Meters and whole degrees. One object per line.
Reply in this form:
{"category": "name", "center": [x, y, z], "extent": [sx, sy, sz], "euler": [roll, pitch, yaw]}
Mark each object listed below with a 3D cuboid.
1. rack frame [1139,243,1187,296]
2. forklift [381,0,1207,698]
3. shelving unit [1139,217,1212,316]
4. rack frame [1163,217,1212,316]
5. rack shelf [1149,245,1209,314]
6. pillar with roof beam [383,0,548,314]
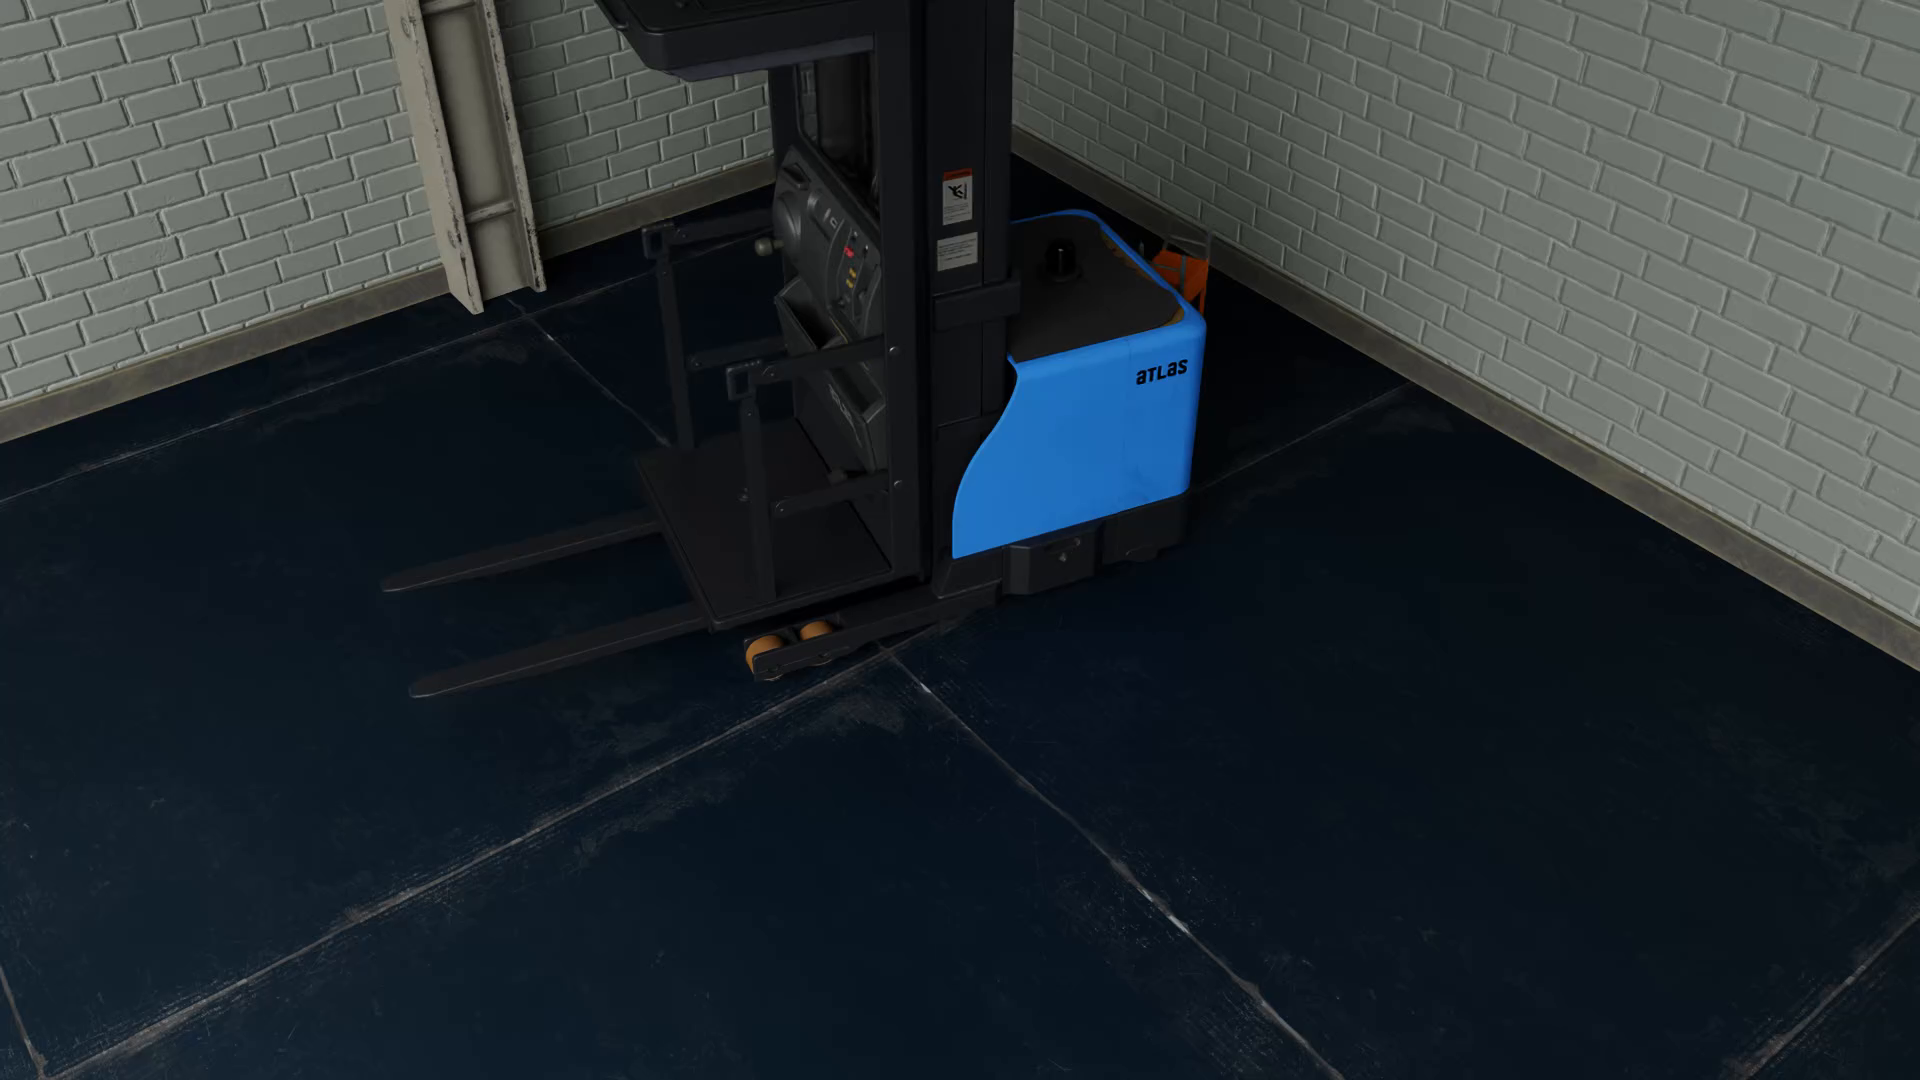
{"category": "rack frame", "center": [0.788, -0.722, 6.799], "extent": [0.200, 1.050, 0.008], "euler": [20, 43, 23]}
{"category": "forklift", "center": [-0.645, -1.000, 5.658], "extent": [3.031, 2.935, 1.130], "euler": [-16, 42, -18]}
{"category": "shelving unit", "center": [0.850, -0.788, 6.881], "extent": [0.215, 1.050, 0.252], "euler": [20, 43, 23]}
{"category": "rack frame", "center": [0.911, -0.854, 6.963], "extent": [0.200, 1.050, 0.008], "euler": [20, 43, 23]}
{"category": "rack shelf", "center": [0.851, -1.000, 6.709], "extent": [0.215, 0.259, 0.240], "euler": [20, 43, 23]}
{"category": "pillar with roof beam", "center": [0.324, -2.563, 2.779], "extent": [0.400, 9.000, 9.100], "euler": [-26, 46, -28]}
